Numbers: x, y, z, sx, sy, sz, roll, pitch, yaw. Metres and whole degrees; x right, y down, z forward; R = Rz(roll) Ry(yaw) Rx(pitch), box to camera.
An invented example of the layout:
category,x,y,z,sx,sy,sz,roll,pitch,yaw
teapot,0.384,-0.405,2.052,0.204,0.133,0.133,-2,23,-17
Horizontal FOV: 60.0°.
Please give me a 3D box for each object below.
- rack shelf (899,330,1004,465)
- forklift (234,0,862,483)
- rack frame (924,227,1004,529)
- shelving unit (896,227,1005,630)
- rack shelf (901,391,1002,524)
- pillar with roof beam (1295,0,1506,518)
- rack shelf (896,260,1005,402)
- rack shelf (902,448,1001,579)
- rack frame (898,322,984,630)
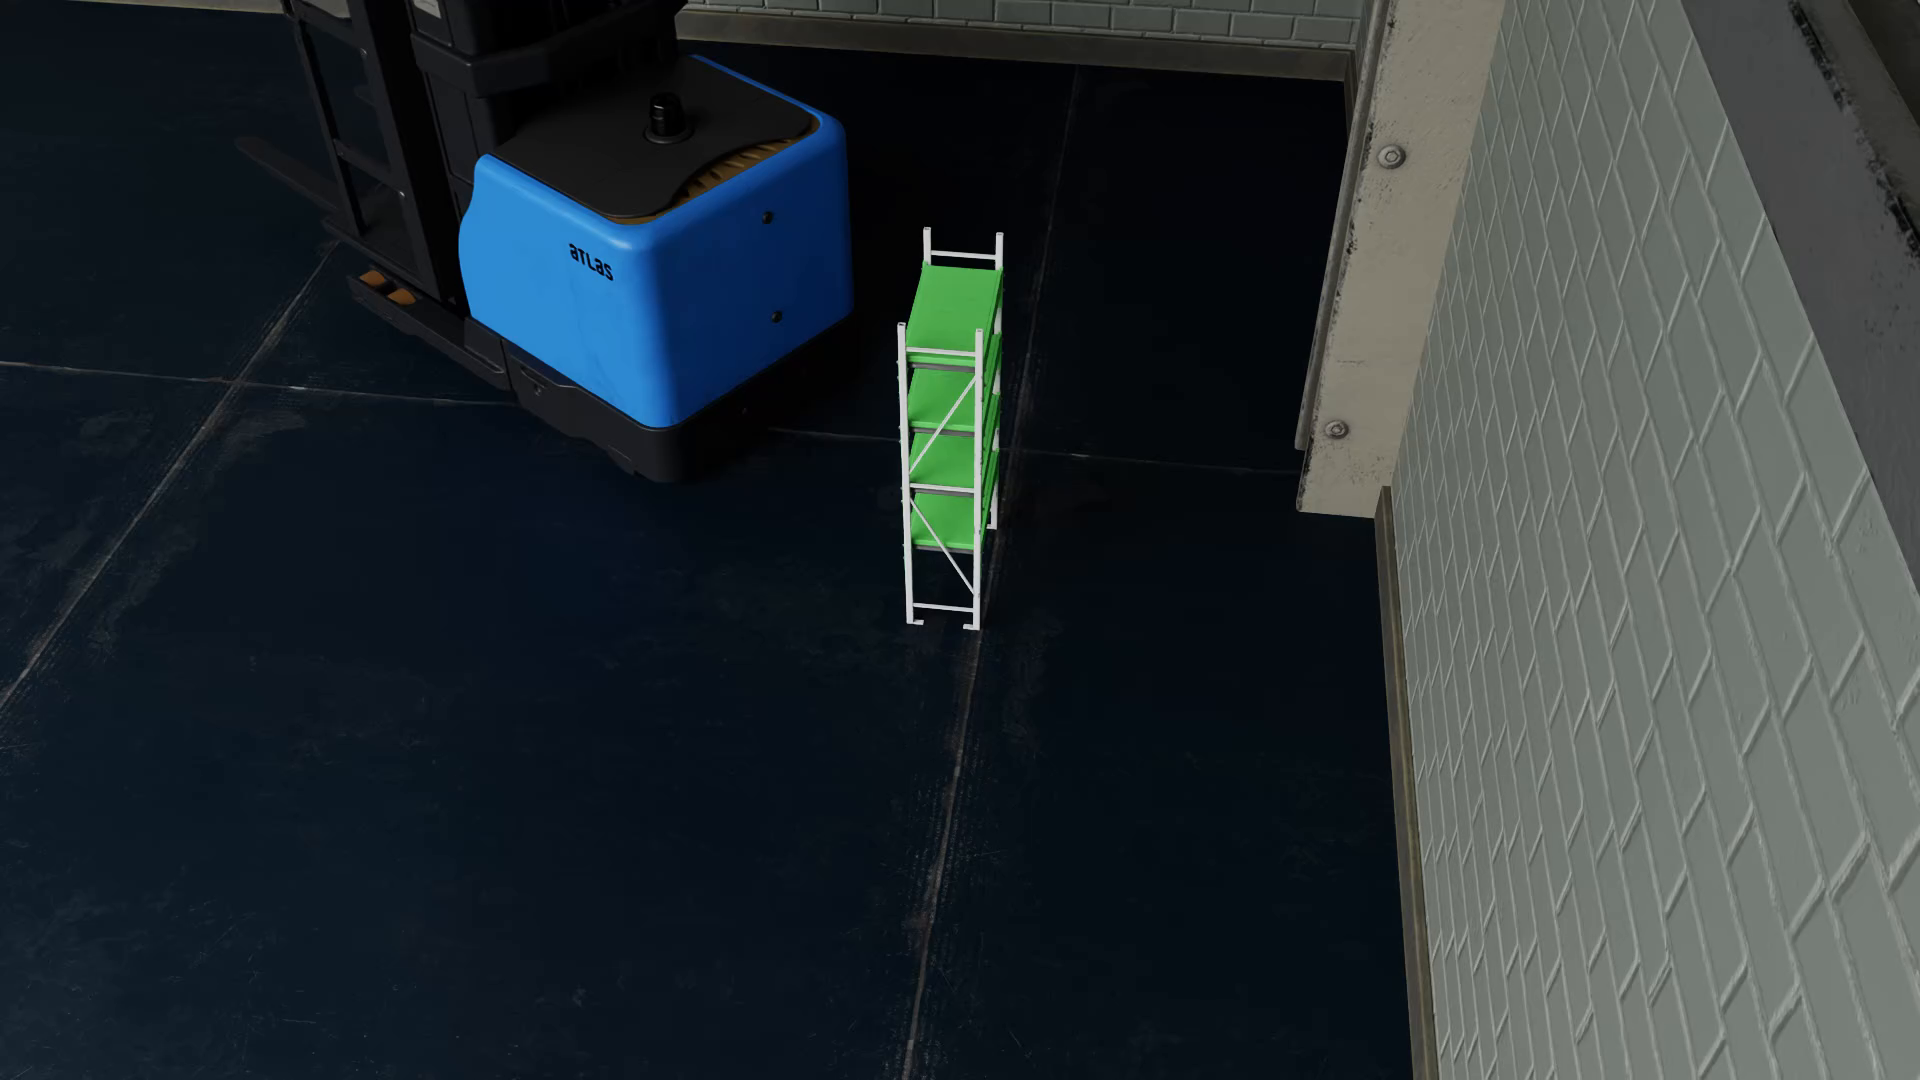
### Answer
category,x,y,z,sx,sy,sz,roll,pitch,yaw
rack shelf,-0.022,-0.451,5.097,0.258,0.148,0.480,5,44,6
forklift,-1.819,-2.138,5.876,3.031,2.935,1.130,31,51,29
rack frame,0.010,-0.489,5.394,0.240,1.200,0.015,5,44,6
shelving unit,-0.022,-0.323,5.218,0.258,1.200,0.503,5,44,6
rack shelf,-0.022,-0.276,5.262,0.258,0.148,0.480,5,44,6
pillar with roof beam,-2.903,-3.882,3.305,9.100,9.000,0.400,5,44,6
rack shelf,-0.022,-0.625,4.932,0.258,0.148,0.480,5,44,6
rack shelf,-0.022,-0.102,5.427,0.258,0.148,0.480,5,44,6
rack frame,-0.054,-0.157,5.043,0.240,1.200,0.015,5,44,6
